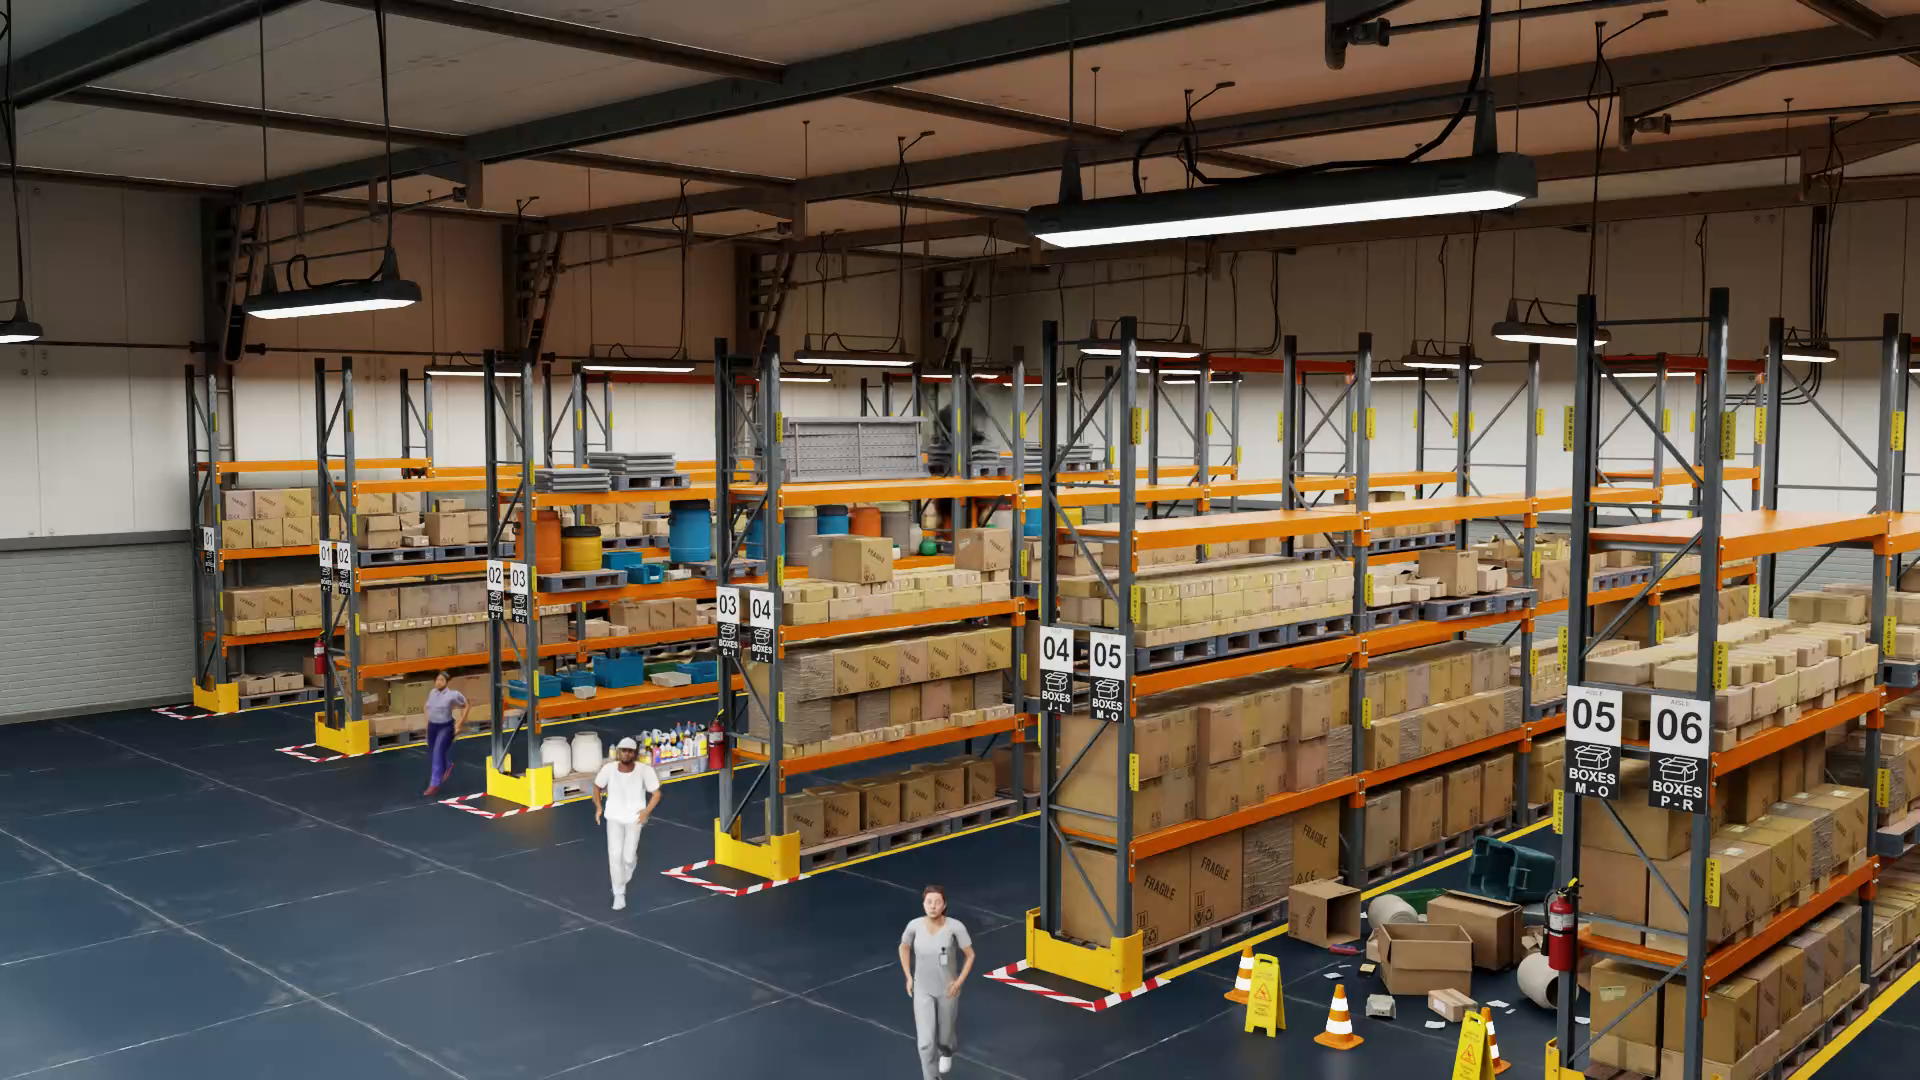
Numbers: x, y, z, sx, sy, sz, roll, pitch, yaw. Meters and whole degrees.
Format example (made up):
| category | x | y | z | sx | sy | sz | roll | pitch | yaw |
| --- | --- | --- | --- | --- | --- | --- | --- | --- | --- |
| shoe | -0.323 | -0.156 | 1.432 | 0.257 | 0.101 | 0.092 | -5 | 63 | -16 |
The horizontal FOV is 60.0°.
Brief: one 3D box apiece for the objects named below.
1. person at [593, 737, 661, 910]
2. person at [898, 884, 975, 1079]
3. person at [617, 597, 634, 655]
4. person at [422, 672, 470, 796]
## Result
| category | x | y | z | sx | sy | sz | roll | pitch | yaw |
| --- | --- | --- | --- | --- | --- | --- | --- | --- | --- |
| person | -3.542 | 2.957 | 17.663 | 0.722 | 1.749 | 0.829 | -1 | 4 | -7 |
| person | -0.177 | 3.392 | 12.534 | 0.583 | 1.655 | 0.797 | 0 | 4 | 4 |
| person | -6.352 | 1.903 | 31.563 | 0.602 | 1.689 | 0.886 | 3 | 5 | 32 |
| person | -7.045 | 2.626 | 22.762 | 0.668 | 1.639 | 0.818 | 1 | 5 | 17 |
